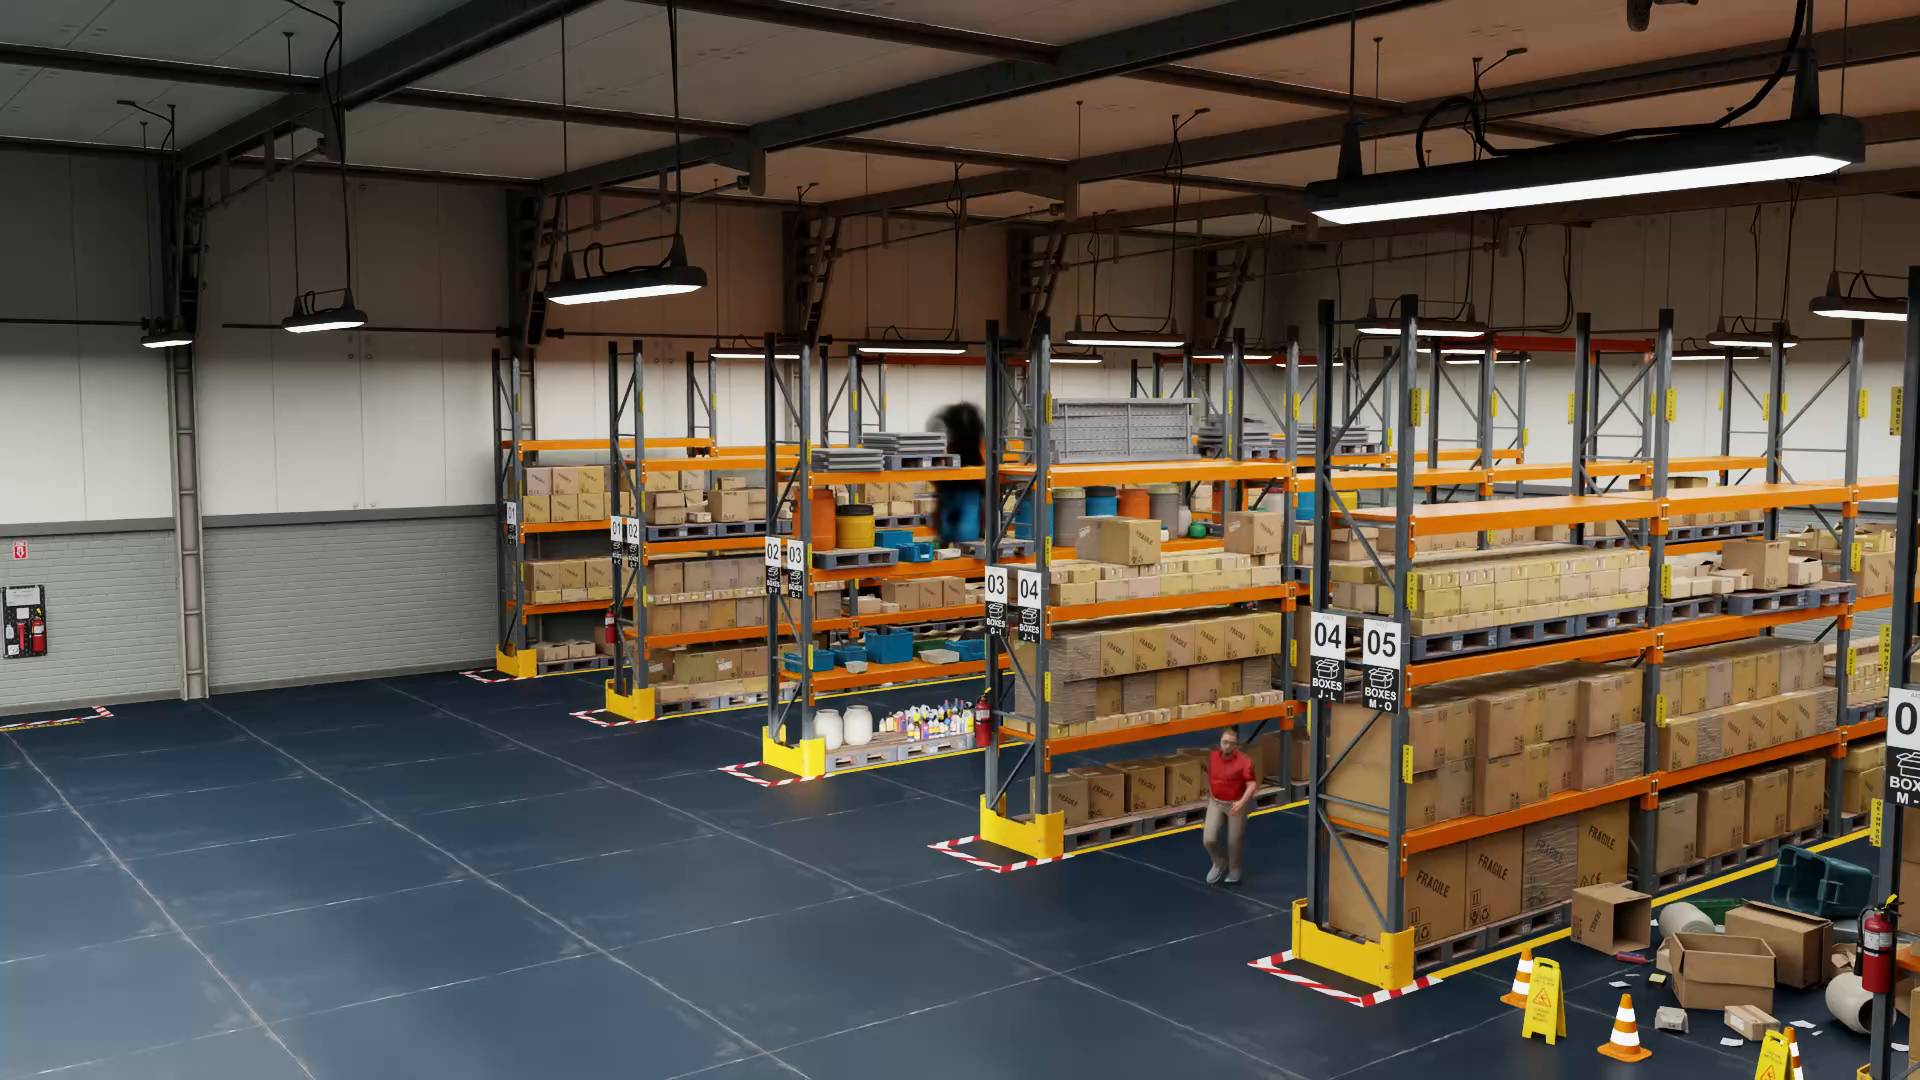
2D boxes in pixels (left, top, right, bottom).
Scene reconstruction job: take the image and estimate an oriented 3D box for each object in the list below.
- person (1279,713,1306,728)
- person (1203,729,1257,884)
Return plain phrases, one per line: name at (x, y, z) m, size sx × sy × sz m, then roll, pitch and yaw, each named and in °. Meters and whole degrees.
person at (4.812, 2.185, 24.053) m, size 0.898 × 1.650 × 0.590 m, roll -4°, pitch 6°, yaw -37°
person at (2.800, 2.795, 17.322) m, size 0.621 × 1.676 × 0.834 m, roll 2°, pitch 6°, yaw 25°
